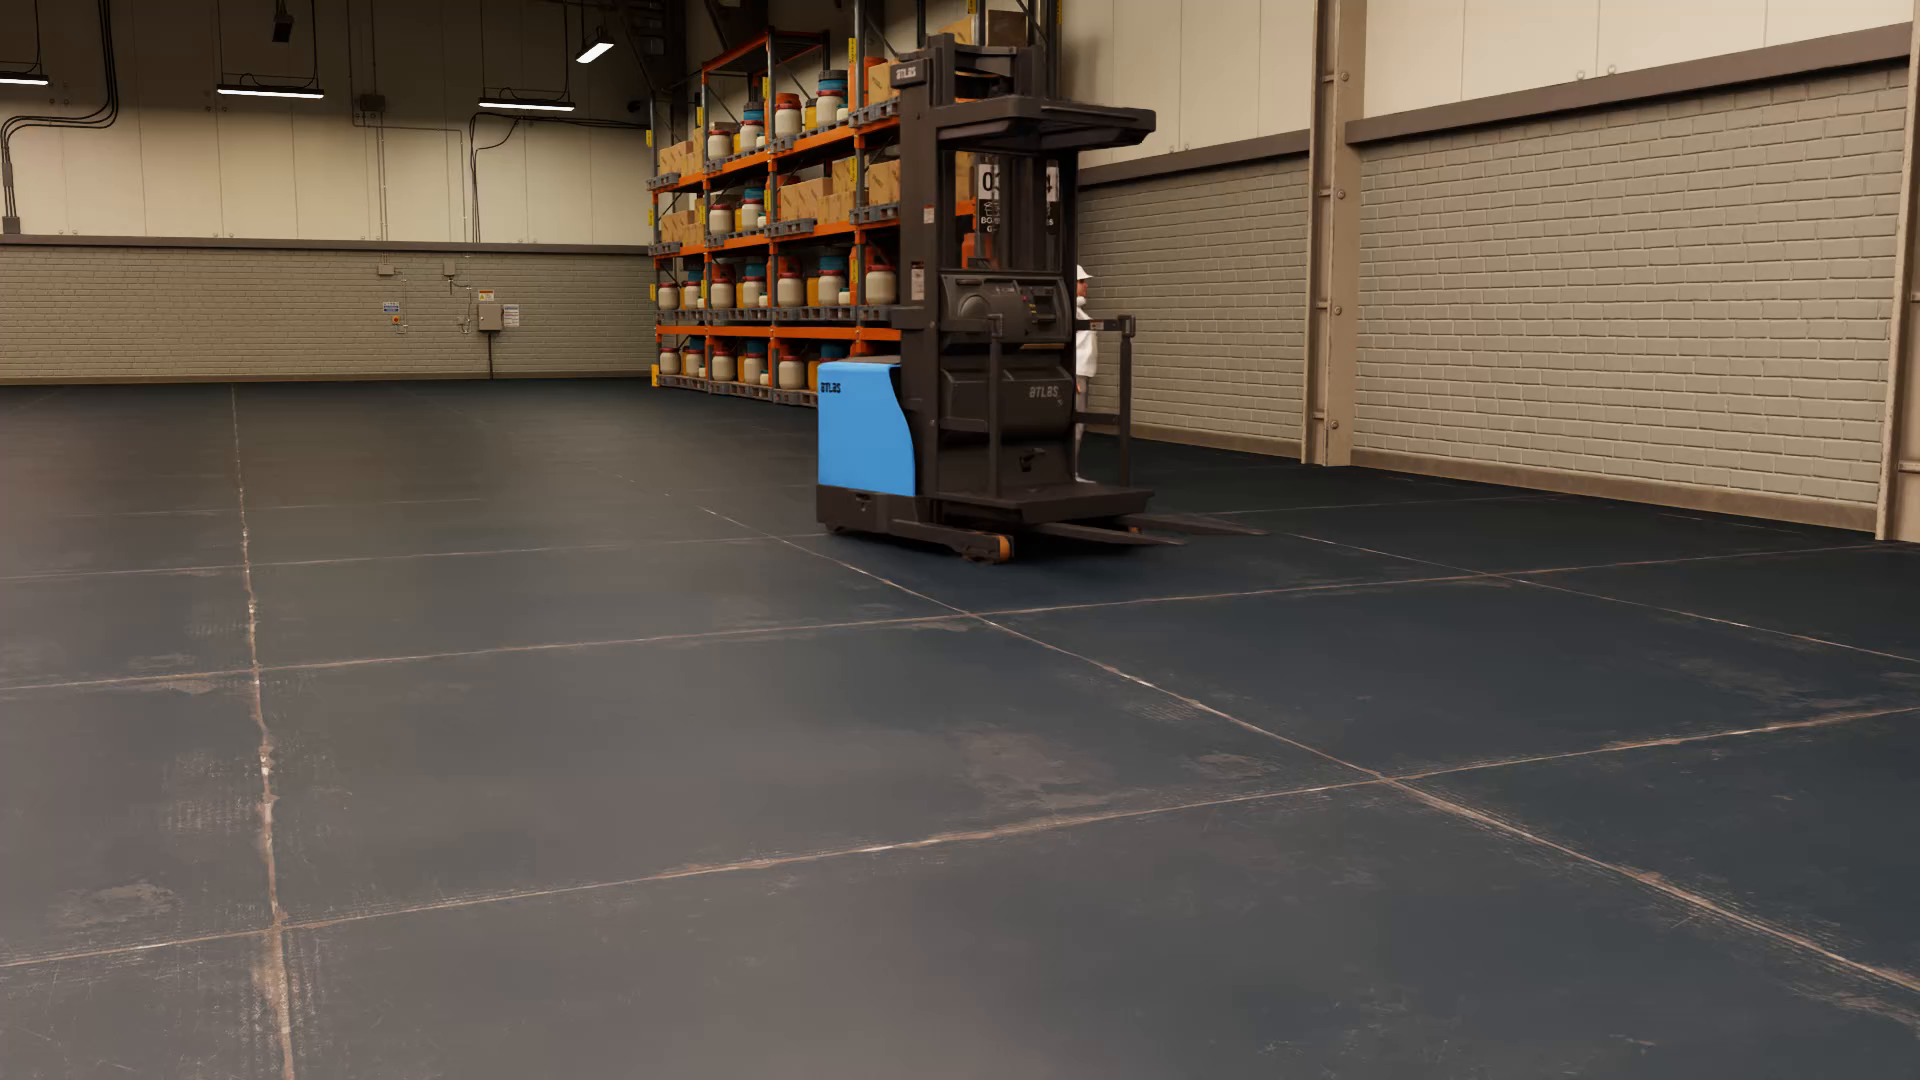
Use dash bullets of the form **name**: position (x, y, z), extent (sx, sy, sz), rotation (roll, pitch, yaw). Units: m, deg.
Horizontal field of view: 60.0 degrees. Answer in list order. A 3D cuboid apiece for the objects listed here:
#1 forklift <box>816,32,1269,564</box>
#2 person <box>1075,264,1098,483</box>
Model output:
- **forklift**: position (0.409, -1.391, 9.492), extent (1.130, 2.935, 3.031), rotation (-6, 10, -39)
- **person**: position (0.905, -1.280, 13.087), extent (0.365, 1.777, 0.527), rotation (1, 8, 7)
